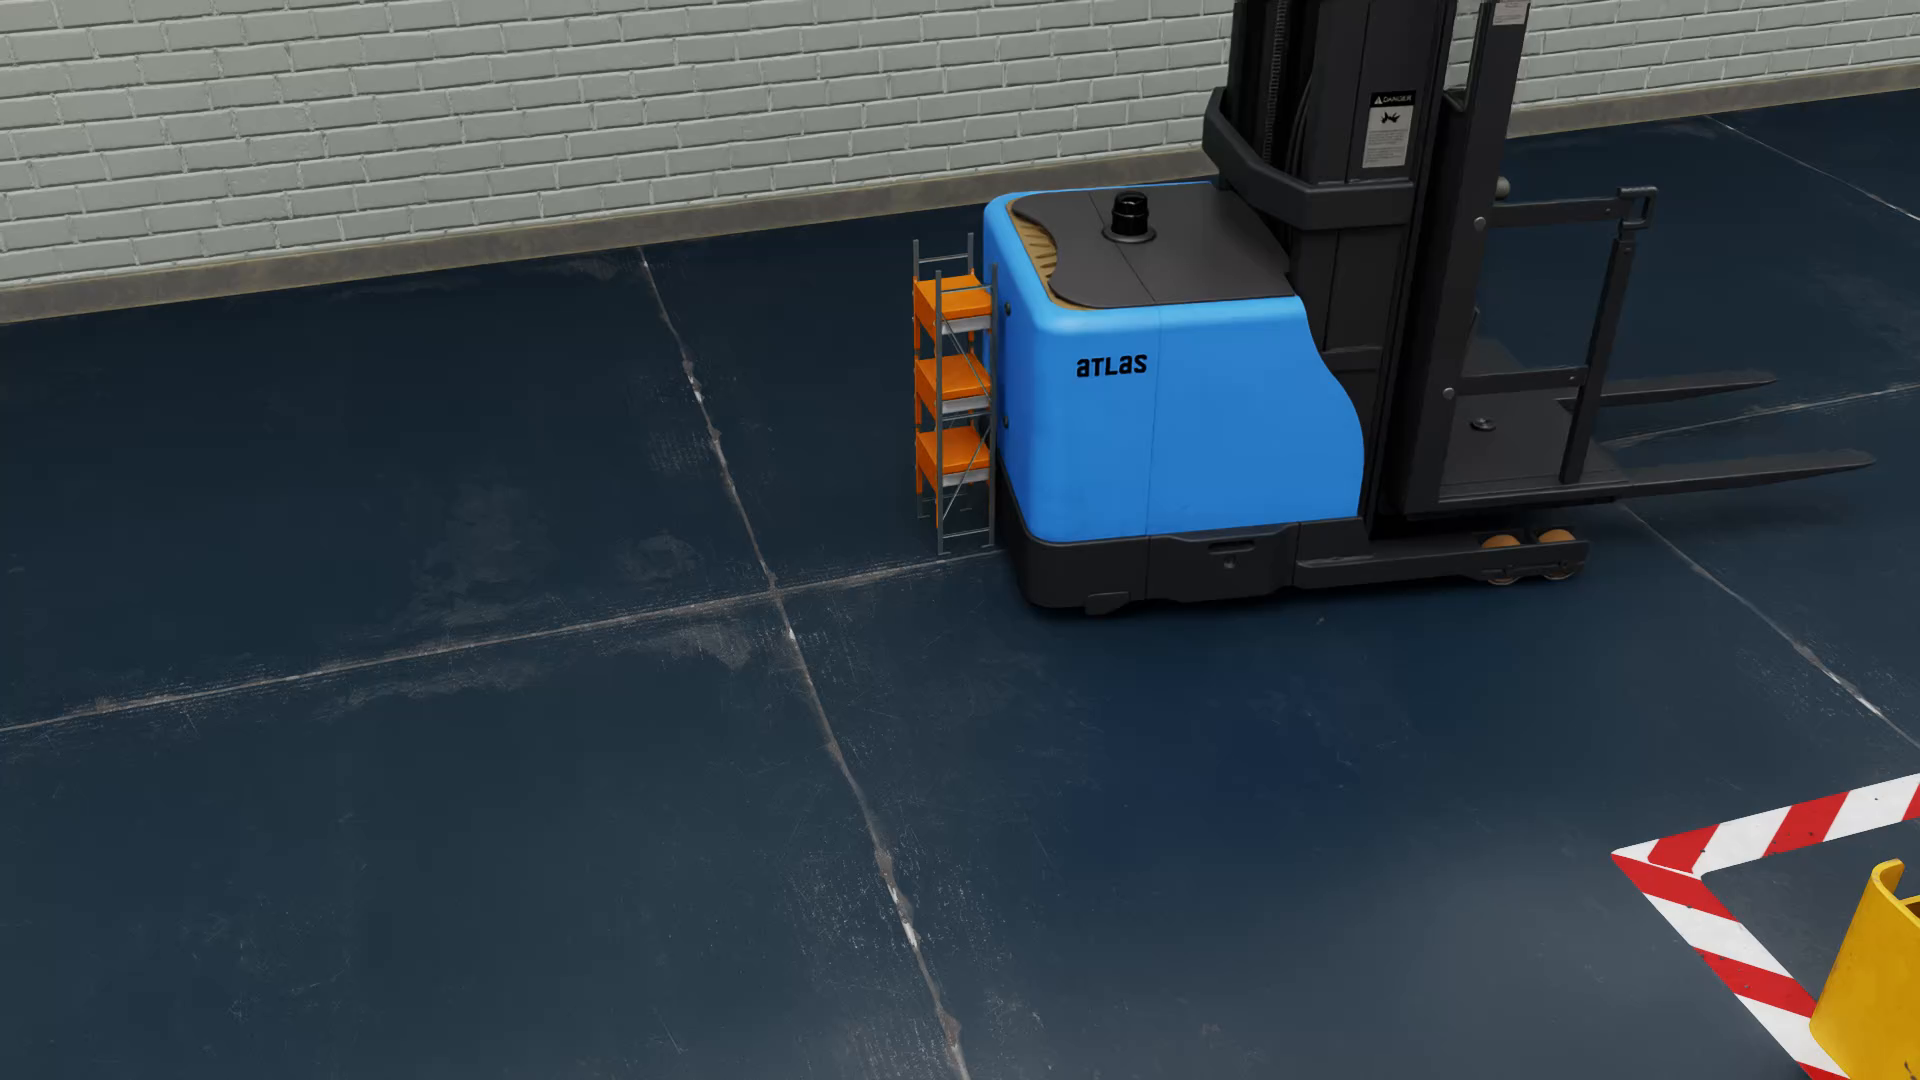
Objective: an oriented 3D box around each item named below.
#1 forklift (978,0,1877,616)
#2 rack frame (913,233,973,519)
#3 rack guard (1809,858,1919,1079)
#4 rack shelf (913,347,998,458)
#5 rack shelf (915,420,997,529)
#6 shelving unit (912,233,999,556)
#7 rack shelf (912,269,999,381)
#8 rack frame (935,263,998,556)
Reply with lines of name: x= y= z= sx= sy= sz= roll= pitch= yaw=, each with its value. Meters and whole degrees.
forklift: x=1.629 y=-1.356 z=5.144 sx=3.031 sy=2.935 sz=1.130 roll=-5 pitch=34 yaw=-8
rack frame: x=-0.054 y=-0.530 z=5.600 sx=0.200 sy=1.050 sz=0.008 roll=-10 pitch=35 yaw=-15
rack guard: x=2.623 y=0.939 z=3.876 sx=1.175 sy=0.500 sz=0.348 roll=-10 pitch=35 yaw=-15
rack shelf: x=-0.016 y=-0.457 z=5.509 sx=0.215 sy=0.259 sz=0.240 roll=-10 pitch=35 yaw=-15
rack shelf: x=-0.016 y=-0.225 z=5.662 sx=0.215 sy=0.259 sz=0.240 roll=-10 pitch=35 yaw=-15
shelving unit: x=-0.016 y=-0.466 z=5.503 sx=0.215 sy=1.050 sz=0.252 roll=-10 pitch=35 yaw=-15
rack shelf: x=-0.016 y=-0.694 z=5.352 sx=0.215 sy=0.259 sz=0.240 roll=-10 pitch=35 yaw=-15
rack frame: x=0.021 y=-0.402 z=5.406 sx=0.200 sy=1.050 sz=0.008 roll=-10 pitch=35 yaw=-15
